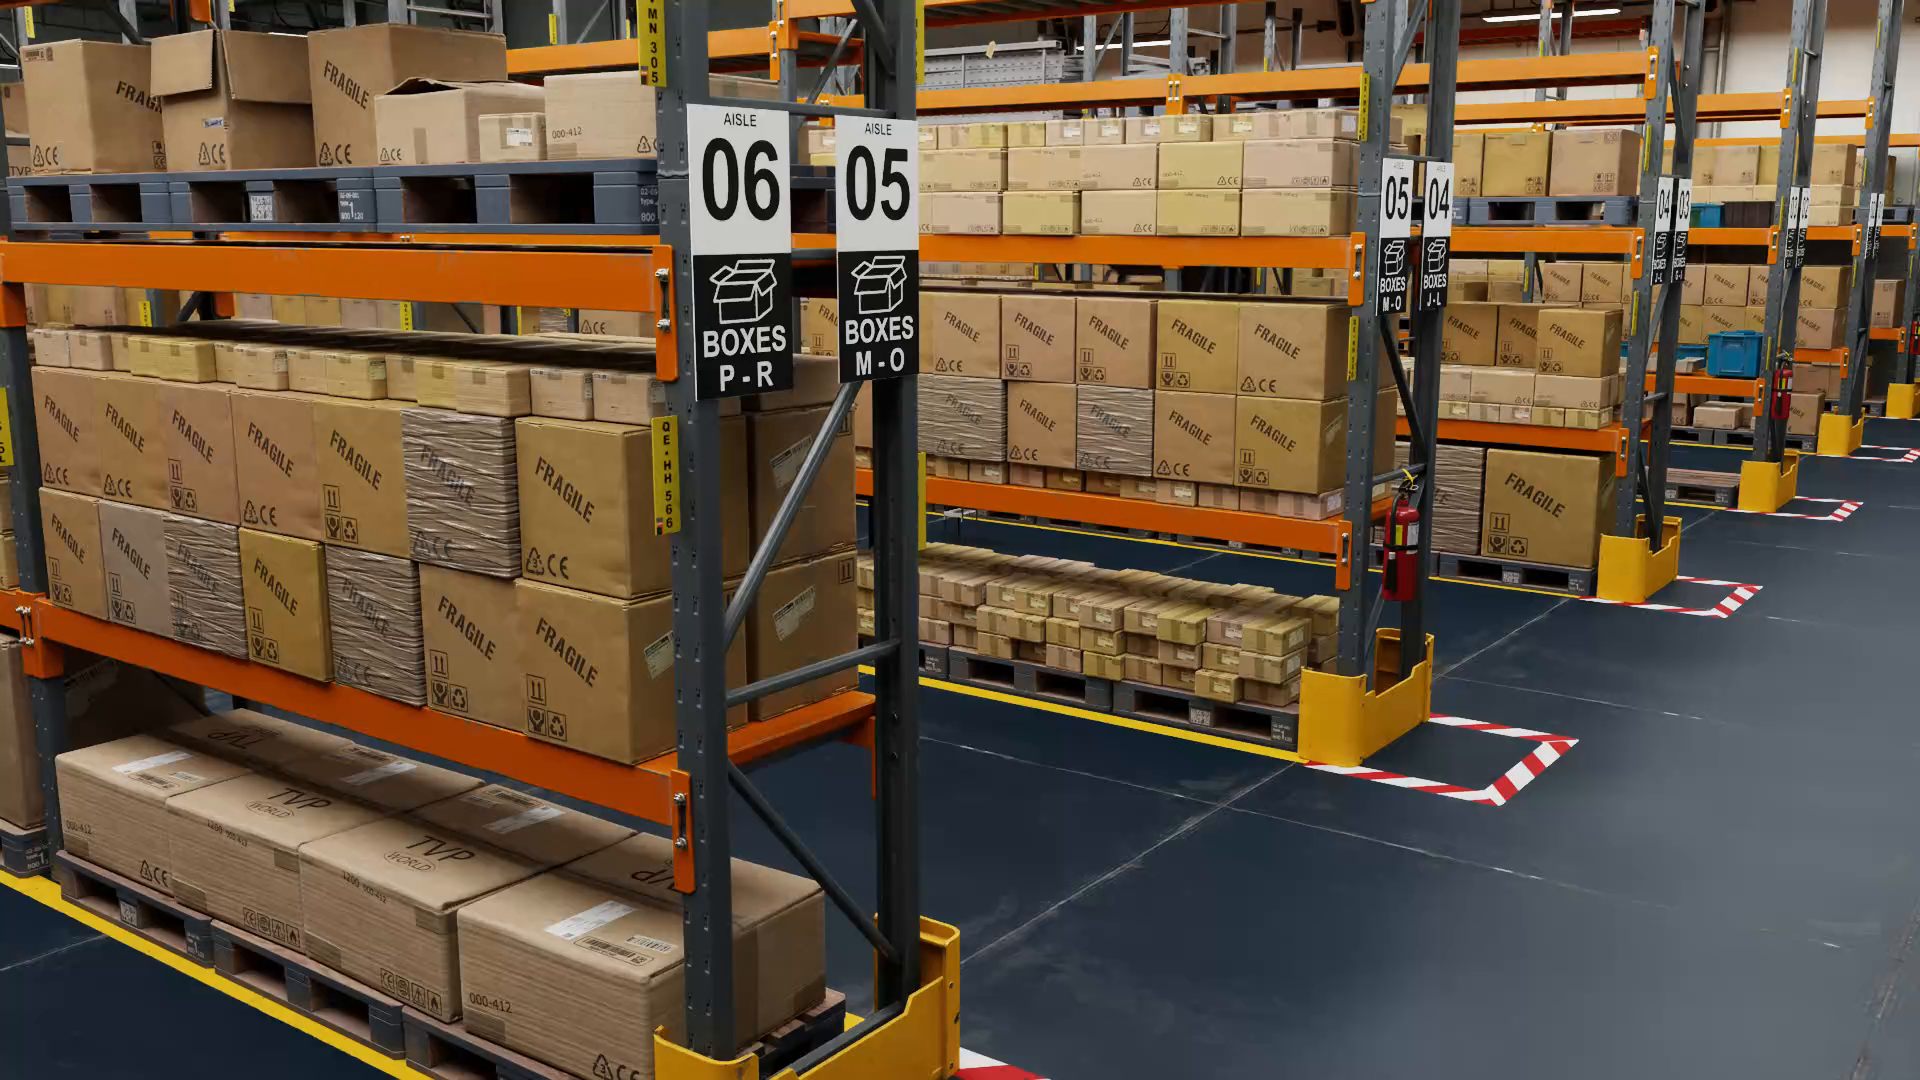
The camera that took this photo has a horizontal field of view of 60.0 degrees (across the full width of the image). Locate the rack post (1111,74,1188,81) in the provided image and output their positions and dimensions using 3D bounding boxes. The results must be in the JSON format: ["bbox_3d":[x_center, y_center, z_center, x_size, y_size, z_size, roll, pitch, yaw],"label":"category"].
[{"bbox_3d":[2.480,-5.584,20.619,0.937,0.300,0.954,8,13,36],"label":"rack post"}]

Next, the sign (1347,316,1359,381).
[{"bbox_3d":[2.026,-0.986,8.567,0.005,0.325,0.100,8,13,36],"label":"sign"}]

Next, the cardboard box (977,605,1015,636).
[{"bbox_3d":[0.313,0.483,10.475,0.250,0.149,0.380,8,13,35],"label":"cardboard box"}]

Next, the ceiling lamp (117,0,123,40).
[{"bbox_3d":[-21.638,-13.210,44.475,0.800,3.185,2.000,8,13,36],"label":"ceiling lamp"}]

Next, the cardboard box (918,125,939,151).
[{"bbox_3d":[-0.145,-2.474,10.270,0.250,0.149,0.380,7,13,34],"label":"cardboard box"}]

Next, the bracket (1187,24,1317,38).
[{"bbox_3d":[4.565,-9.542,31.405,4.783,0.066,0.076,8,13,36],"label":"bracket"}]

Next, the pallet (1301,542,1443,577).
[{"bbox_3d":[3.718,0.061,14.378,1.213,0.211,1.003,8,13,36],"label":"pallet"}]

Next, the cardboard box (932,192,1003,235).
[{"bbox_3d":[0.181,-1.985,10.109,0.500,0.250,0.500,9,14,38],"label":"cardboard box"}]

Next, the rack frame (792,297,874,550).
[{"bbox_3d":[-0.854,-0.795,11.460,0.127,3.000,1.000,8,13,36],"label":"rack frame"}]

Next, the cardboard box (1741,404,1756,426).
[{"bbox_3d":[10.581,-1.636,21.889,0.500,0.250,0.500,8,13,36],"label":"cardboard box"}]

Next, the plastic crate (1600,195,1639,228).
[{"bbox_3d":[7.251,-3.507,17.747,0.767,0.338,0.504,8,13,36],"label":"plastic crate"}]

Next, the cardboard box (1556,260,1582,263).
[{"bbox_3d":[10.025,-4.463,27.348,0.500,0.250,0.500,8,14,37],"label":"cardboard box"}]

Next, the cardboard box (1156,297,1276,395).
[{"bbox_3d":[1.446,-1.101,9.366,0.500,0.500,0.500,7,13,34],"label":"cardboard box"}]

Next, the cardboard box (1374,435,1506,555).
[{"bbox_3d":[4.091,-0.418,14.001,0.875,0.875,0.875,8,13,36],"label":"cardboard box"}]

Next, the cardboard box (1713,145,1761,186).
[{"bbox_3d":[10.011,-4.786,21.298,0.500,0.500,0.700,8,13,36],"label":"cardboard box"}]

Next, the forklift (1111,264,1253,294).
[{"bbox_3d":[2.256,-1.956,17.646,3.031,2.935,1.130,9,14,38],"label":"forklift"}]

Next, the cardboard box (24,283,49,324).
[{"bbox_3d":[-9.381,-2.568,17.390,0.550,0.550,0.875,8,13,36],"label":"cardboard box"}]

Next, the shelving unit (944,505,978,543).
[{"bbox_3d":[0.007,-0.441,15.160,0.210,0.900,0.258,8,13,36],"label":"shelving unit"}]

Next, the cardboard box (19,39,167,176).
[{"bbox_3d":[-3.352,-1.704,6.632,0.500,0.500,0.500,8,14,36],"label":"cardboard box"}]

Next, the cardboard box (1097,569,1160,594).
[{"bbox_3d":[1.077,0.301,10.632,0.250,0.149,0.380,8,14,36],"label":"cardboard box"}]

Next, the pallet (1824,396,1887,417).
[{"bbox_3d":[13.493,-2.077,25.428,1.213,0.211,1.003,8,13,36],"label":"pallet"}]

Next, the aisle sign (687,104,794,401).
[{"bbox_3d":[-0.604,-0.796,4.625,0.004,0.787,0.394,8,13,36],"label":"aisle sign"}]

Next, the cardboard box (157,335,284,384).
[{"bbox_3d":[-2.793,-0.688,6.307,0.250,0.149,0.380,7,13,34],"label":"cardboard box"}]

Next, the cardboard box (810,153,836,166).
[{"bbox_3d":[-0.608,-2.348,10.672,0.500,0.250,0.500,9,14,37],"label":"cardboard box"}]

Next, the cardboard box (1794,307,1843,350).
[{"bbox_3d":[10.732,-2.667,20.874,0.500,0.500,0.500,8,14,37],"label":"cardboard box"}]

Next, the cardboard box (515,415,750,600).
[{"bbox_3d":[-1.008,-0.133,5.146,0.500,0.500,0.500,9,14,37],"label":"cardboard box"}]

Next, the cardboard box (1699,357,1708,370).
[{"bbox_3d":[11.904,-2.640,26.472,0.500,0.500,0.700,8,13,35],"label":"cardboard box"}]

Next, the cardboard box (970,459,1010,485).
[{"bbox_3d":[0.271,-0.449,10.333,0.250,0.149,0.380,9,14,38],"label":"cardboard box"}]

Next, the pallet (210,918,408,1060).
[{"bbox_3d":[-2.148,1.578,6.536,1.213,0.211,1.003,8,13,36],"label":"pallet"}]

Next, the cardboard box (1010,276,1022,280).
[{"bbox_3d":[1.038,-4.351,27.875,0.250,0.149,0.380,8,13,34],"label":"cardboard box"}]

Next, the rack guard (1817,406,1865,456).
[{"bbox_3d":[11.193,-1.390,21.120,0.348,0.500,1.175,8,13,36],"label":"rack guard"}]

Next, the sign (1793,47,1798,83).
[{"bbox_3d":[8.007,-4.552,15.937,0.005,0.325,0.100,8,13,36],"label":"sign"}]

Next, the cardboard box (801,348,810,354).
[{"bbox_3d":[-1.127,-1.315,12.137,0.250,0.149,0.380,8,14,37],"label":"cardboard box"}]

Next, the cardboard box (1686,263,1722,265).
[{"bbox_3d":[9.817,-3.411,22.087,0.500,0.500,0.500,8,13,35],"label":"cardboard box"}]

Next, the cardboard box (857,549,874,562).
[{"bbox_3d":[-0.699,0.177,11.270,0.250,0.149,0.380,9,14,38],"label":"cardboard box"}]

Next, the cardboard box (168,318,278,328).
[{"bbox_3d":[-3.266,-0.898,7.391,0.250,0.149,0.380,8,13,34],"label":"cardboard box"}]

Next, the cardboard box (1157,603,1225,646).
[{"bbox_3d":[1.341,0.489,9.658,0.250,0.149,0.380,8,13,34],"label":"cardboard box"}]

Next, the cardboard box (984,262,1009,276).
[{"bbox_3d":[0.813,-4.750,28.225,0.500,0.500,0.700,8,13,35],"label":"cardboard box"}]

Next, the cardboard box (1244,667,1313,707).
[{"bbox_3d":[1.823,0.821,9.507,0.250,0.149,0.380,8,14,36],"label":"cardboard box"}]

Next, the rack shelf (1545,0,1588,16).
[{"bbox_3d":[9.642,-7.058,21.183,4.000,0.370,1.077,8,13,36],"label":"rack shelf"}]

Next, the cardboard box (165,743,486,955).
[{"bbox_3d":[-2.538,1.214,6.718,0.875,0.438,0.875,7,13,34],"label":"cardboard box"}]

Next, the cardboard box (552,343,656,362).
[{"bbox_3d":[-1.218,-0.609,5.895,0.250,0.149,0.380,7,13,34],"label":"cardboard box"}]

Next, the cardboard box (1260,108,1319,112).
[{"bbox_3d":[2.918,-3.581,14.359,0.500,0.250,0.500,7,13,32],"label":"cardboard box"}]

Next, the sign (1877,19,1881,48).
[{"bbox_3d":[10.909,-6.008,19.737,0.005,0.325,0.100,8,13,36],"label":"sign"}]

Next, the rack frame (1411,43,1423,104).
[{"bbox_3d":[7.735,-7.213,28.840,0.127,3.000,1.000,8,13,36],"label":"rack frame"}]

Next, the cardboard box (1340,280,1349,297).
[{"bbox_3d":[6.005,-3.578,24.479,0.700,0.500,0.500,-10,15,-42],"label":"cardboard box"}]

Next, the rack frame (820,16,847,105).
[{"bbox_3d":[-1.060,-4.938,17.081,0.127,3.000,1.000,8,13,36],"label":"rack frame"}]

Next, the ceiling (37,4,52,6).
[{"bbox_3d":[-26.061,-14.855,44.654,6.000,0.001,6.000,8,13,36],"label":"ceiling"}]

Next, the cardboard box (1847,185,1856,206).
[{"bbox_3d":[10.994,-4.351,21.025,0.500,0.250,0.500,8,13,36],"label":"cardboard box"}]

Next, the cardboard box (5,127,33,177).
[{"bbox_3d":[-4.537,-1.727,7.513,0.500,0.311,0.500,8,13,36],"label":"cardboard box"}]

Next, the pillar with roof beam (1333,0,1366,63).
[{"bbox_3d":[4.651,-6.832,26.873,0.548,9.000,9.100,8,13,36],"label":"pillar with roof beam"}]

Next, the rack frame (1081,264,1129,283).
[{"bbox_3d":[1.871,-2.750,21.570,0.127,3.000,1.000,8,13,36],"label":"rack frame"}]

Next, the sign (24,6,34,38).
[{"bbox_3d":[-10.193,-5.668,18.188,0.005,0.325,0.100,8,13,36],"label":"sign"}]

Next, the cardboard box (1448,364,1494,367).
[{"bbox_3d":[4.335,-1.375,14.072,0.500,0.250,0.500,7,13,34],"label":"cardboard box"}]

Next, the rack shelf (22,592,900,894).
[{"bbox_3d":[-2.090,0.553,6.390,4.000,0.370,1.077,8,13,36],"label":"rack shelf"}]

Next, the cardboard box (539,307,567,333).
[{"bbox_3d":[-4.611,-2.697,20.248,0.500,0.500,0.875,8,13,36],"label":"cardboard box"}]

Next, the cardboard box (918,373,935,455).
[{"bbox_3d":[-0.201,-0.841,10.653,0.500,0.500,0.500,8,13,36],"label":"cardboard box"}]
